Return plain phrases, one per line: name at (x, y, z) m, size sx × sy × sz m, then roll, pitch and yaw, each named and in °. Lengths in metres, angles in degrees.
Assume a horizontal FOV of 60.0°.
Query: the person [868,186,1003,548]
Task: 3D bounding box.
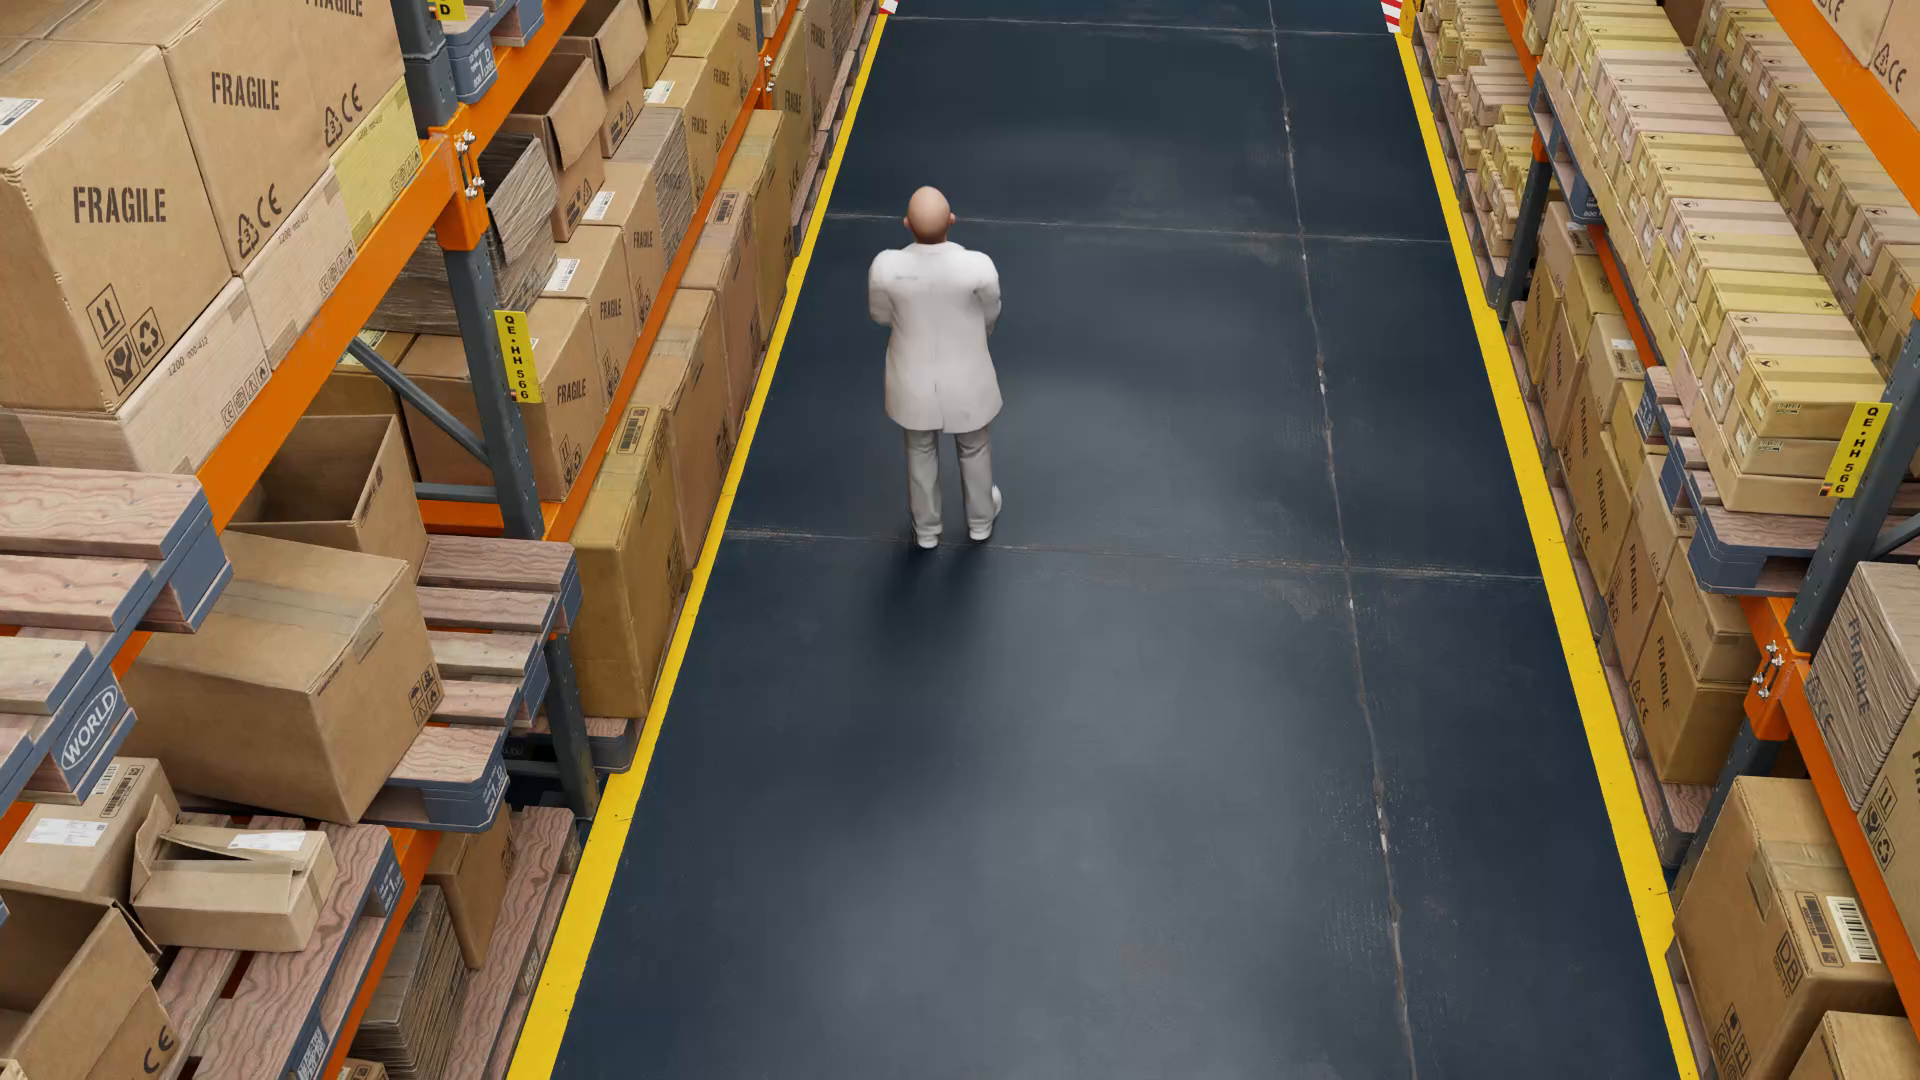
person at (-0.090, -0.756, 7.079) m, size 0.557 × 1.781 × 0.523 m, roll 3°, pitch 40°, yaw 3°
